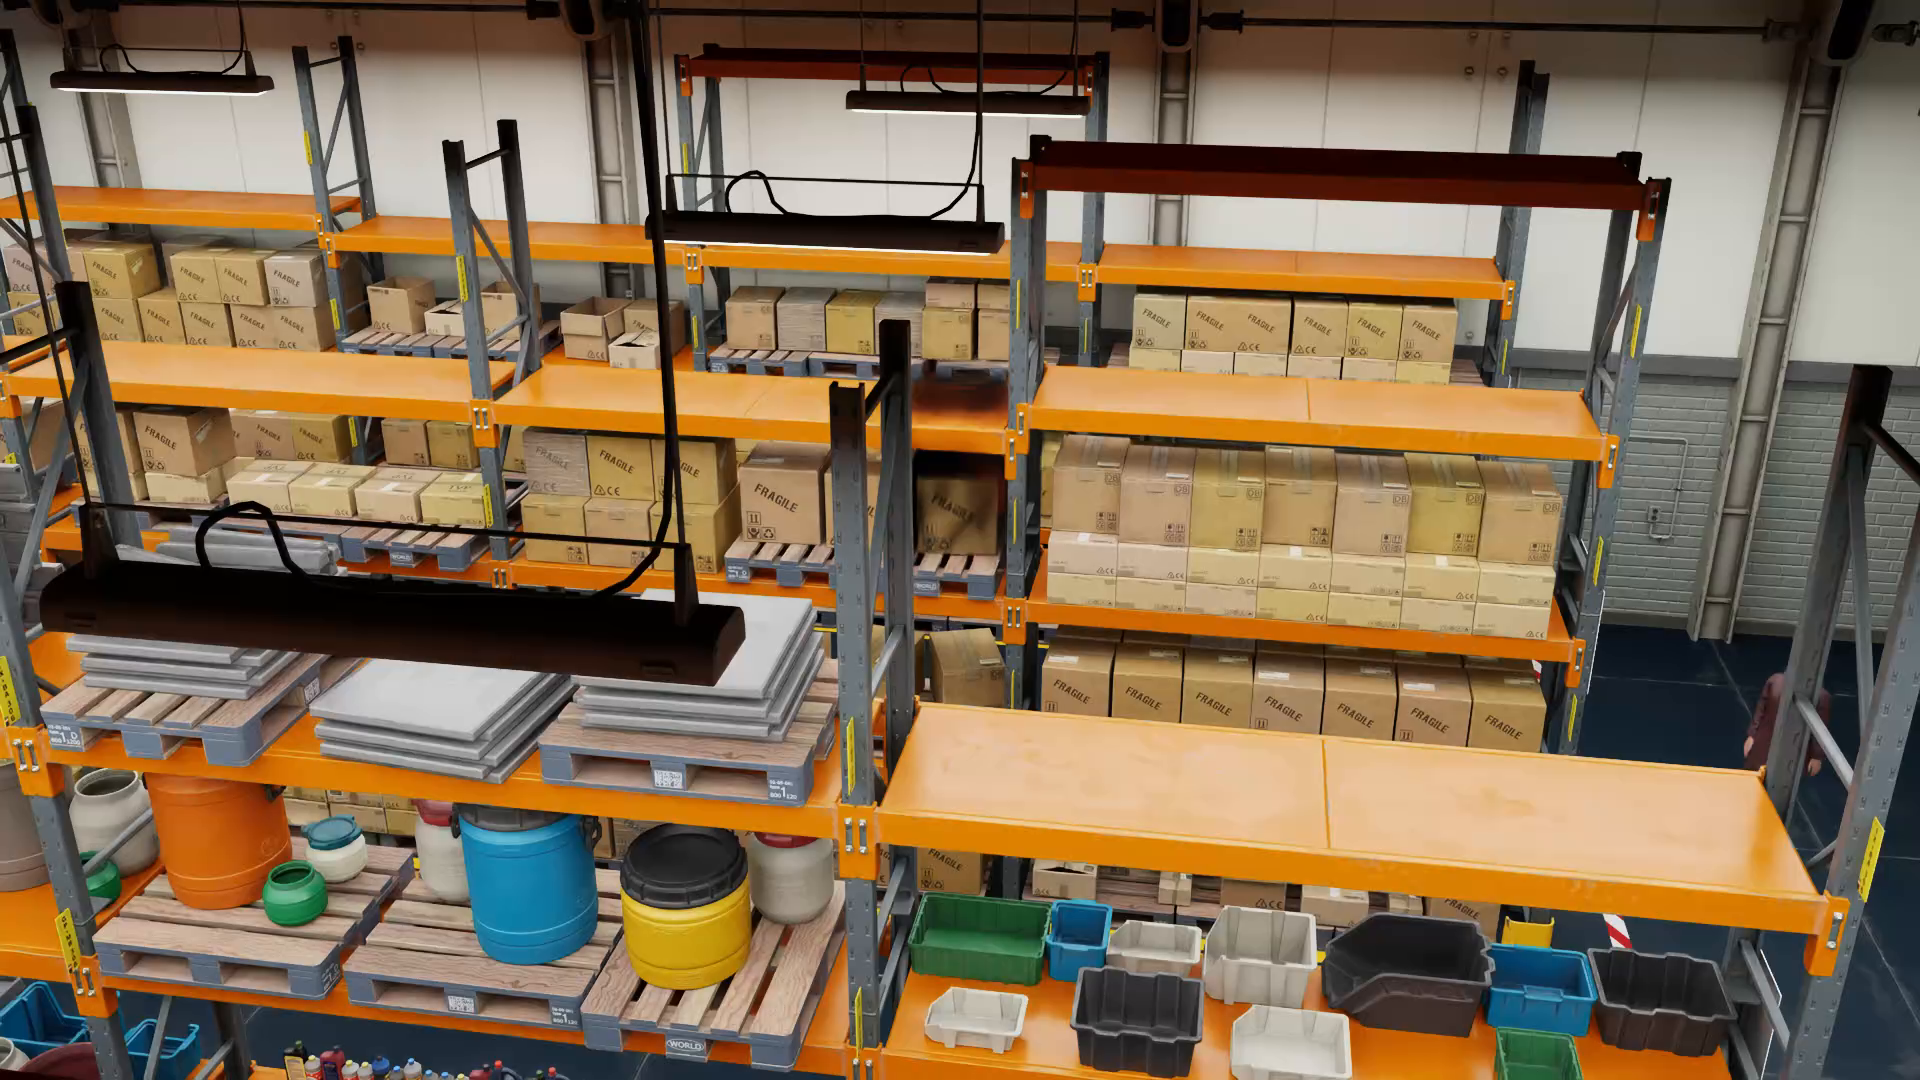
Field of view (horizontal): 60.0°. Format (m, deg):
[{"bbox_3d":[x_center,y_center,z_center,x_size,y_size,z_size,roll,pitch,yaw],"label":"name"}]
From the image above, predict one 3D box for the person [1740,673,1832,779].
[{"bbox_3d":[6.962,1.709,14.056,0.603,1.742,0.783,6,24,14],"label":"person"}]
